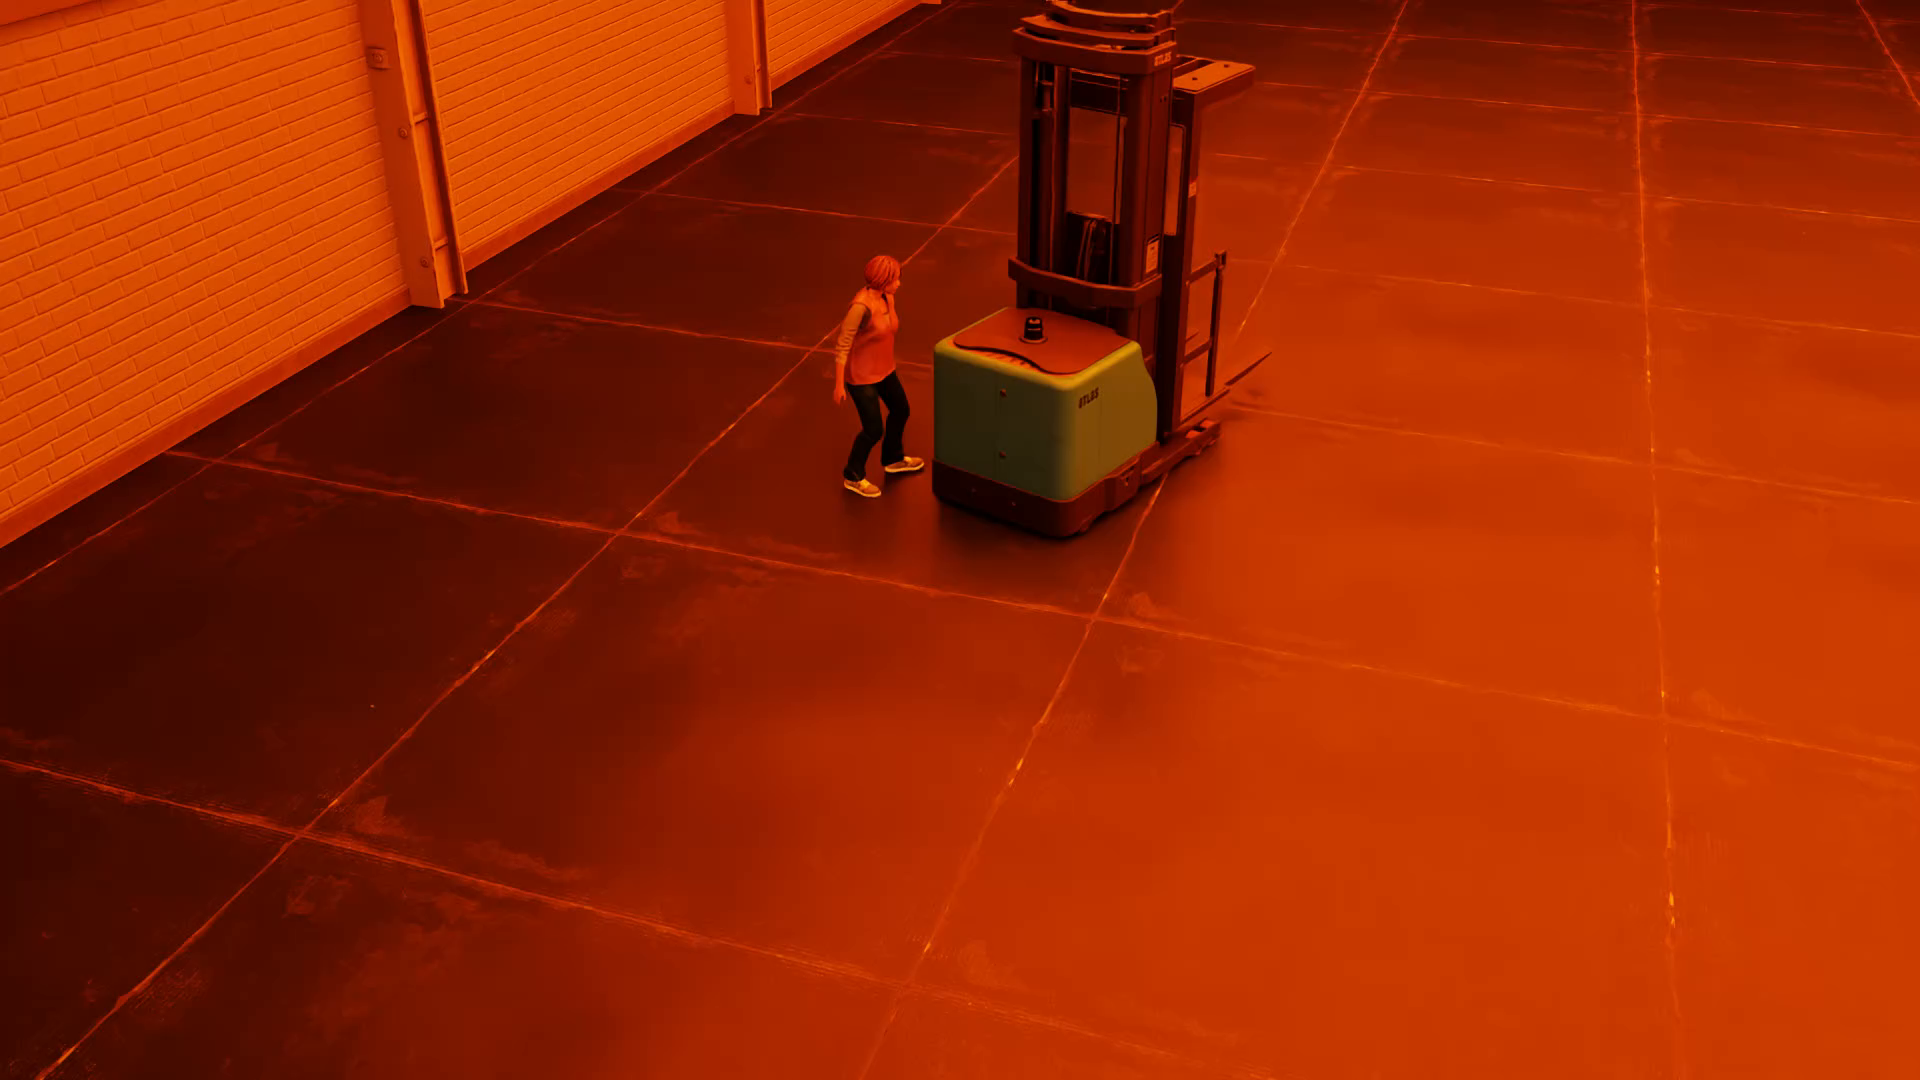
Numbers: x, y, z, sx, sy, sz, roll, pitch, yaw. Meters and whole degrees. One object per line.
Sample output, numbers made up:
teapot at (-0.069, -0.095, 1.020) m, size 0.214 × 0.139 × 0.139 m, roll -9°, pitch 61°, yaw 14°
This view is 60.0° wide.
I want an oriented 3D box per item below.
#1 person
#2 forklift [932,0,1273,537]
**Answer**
person at (-0.529, -1.031, 10.341) m, size 0.381 × 1.566 × 0.728 m, roll 14°, pitch 33°, yaw 23°
forklift at (1.104, -1.965, 10.583) m, size 1.130 × 2.935 × 3.031 m, roll 20°, pitch 35°, yaw 31°
